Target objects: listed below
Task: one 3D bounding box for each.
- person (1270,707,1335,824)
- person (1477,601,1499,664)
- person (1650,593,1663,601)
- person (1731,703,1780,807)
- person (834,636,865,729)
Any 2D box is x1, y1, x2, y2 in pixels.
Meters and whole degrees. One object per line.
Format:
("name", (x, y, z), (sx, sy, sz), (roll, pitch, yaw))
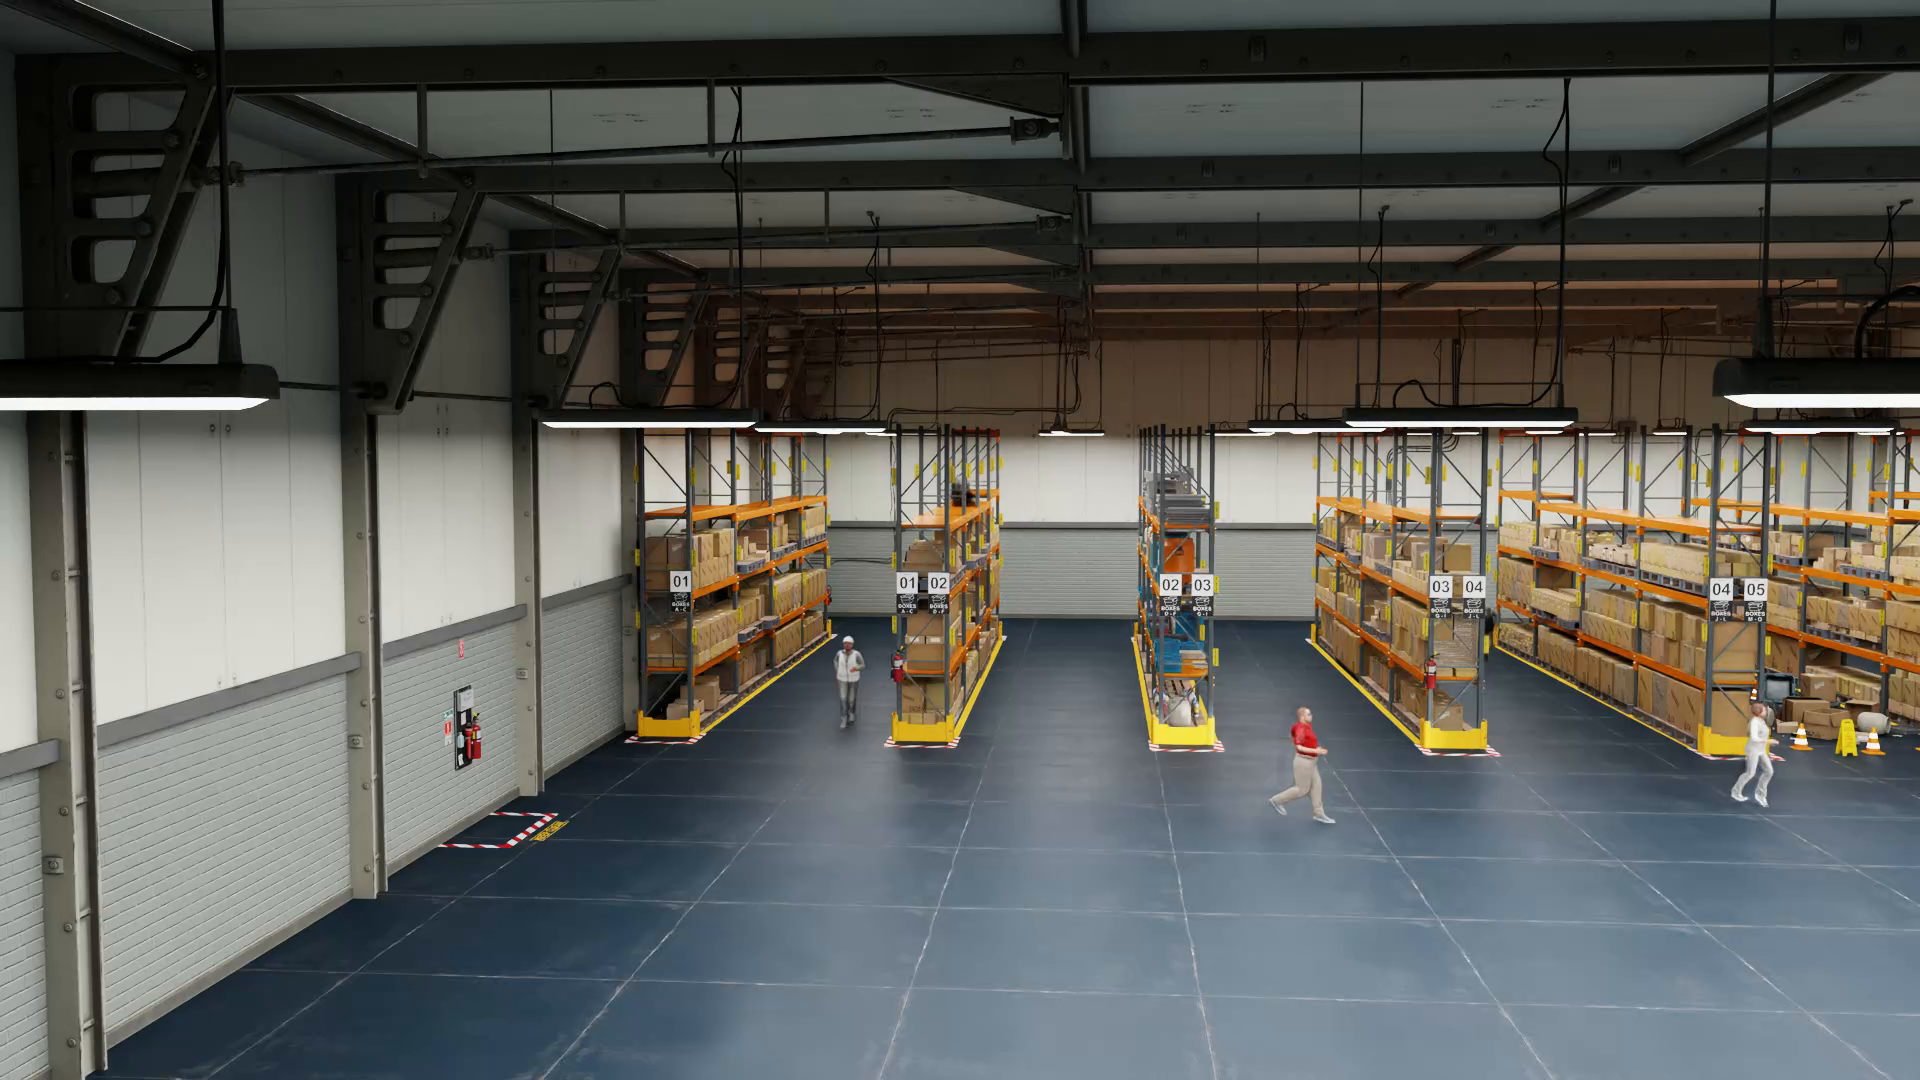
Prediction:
("person", (5.115, 3.351, 24.768), (0.954, 1.726, 0.664), (1, 4, 20))
("person", (13.238, 2.323, 41.930), (0.681, 1.673, 0.728), (1, 4, 13))
("person", (19.802, 2.041, 47.246), (0.767, 1.657, 0.637), (1, 4, 13))
("person", (12.424, 3.358, 25.943), (0.696, 1.656, 0.560), (3, 5, 43))
("person", (-2.208, 2.822, 33.193), (0.644, 1.823, 0.793), (0, 3, 0))
